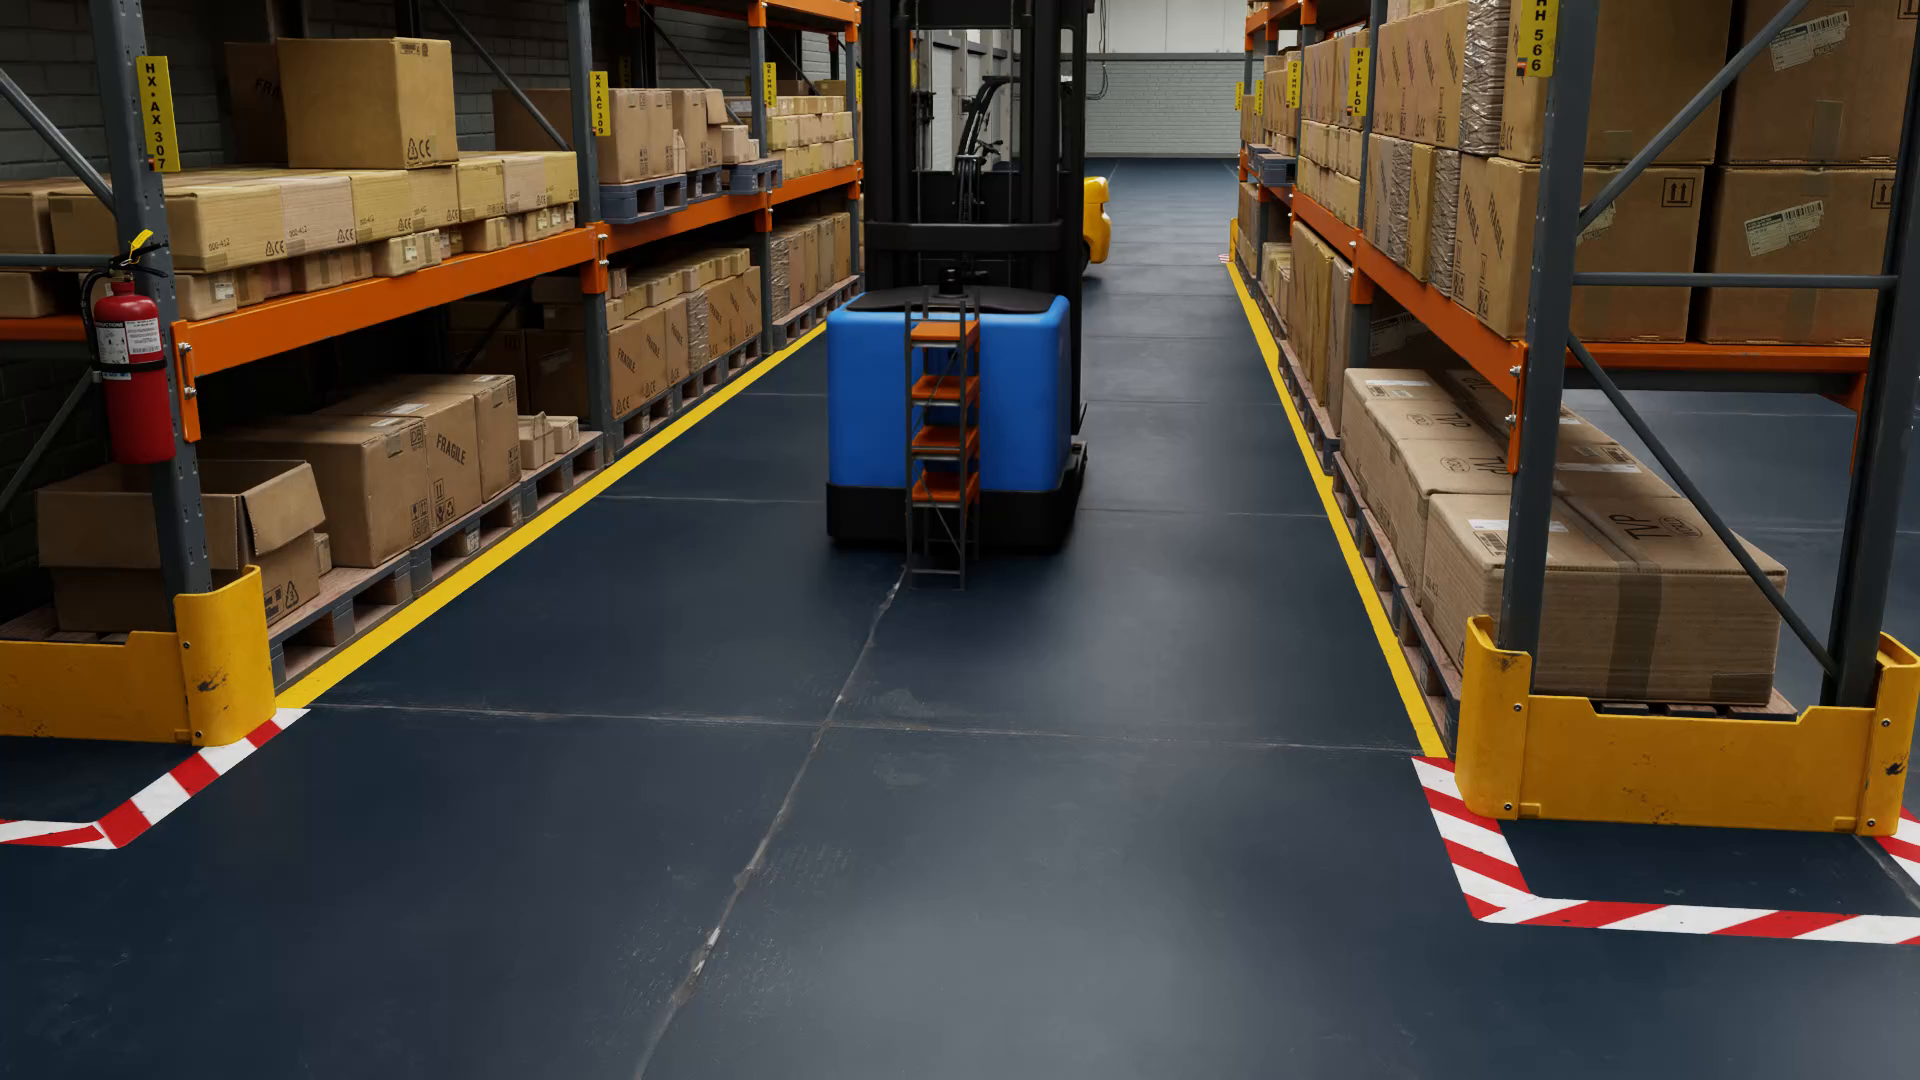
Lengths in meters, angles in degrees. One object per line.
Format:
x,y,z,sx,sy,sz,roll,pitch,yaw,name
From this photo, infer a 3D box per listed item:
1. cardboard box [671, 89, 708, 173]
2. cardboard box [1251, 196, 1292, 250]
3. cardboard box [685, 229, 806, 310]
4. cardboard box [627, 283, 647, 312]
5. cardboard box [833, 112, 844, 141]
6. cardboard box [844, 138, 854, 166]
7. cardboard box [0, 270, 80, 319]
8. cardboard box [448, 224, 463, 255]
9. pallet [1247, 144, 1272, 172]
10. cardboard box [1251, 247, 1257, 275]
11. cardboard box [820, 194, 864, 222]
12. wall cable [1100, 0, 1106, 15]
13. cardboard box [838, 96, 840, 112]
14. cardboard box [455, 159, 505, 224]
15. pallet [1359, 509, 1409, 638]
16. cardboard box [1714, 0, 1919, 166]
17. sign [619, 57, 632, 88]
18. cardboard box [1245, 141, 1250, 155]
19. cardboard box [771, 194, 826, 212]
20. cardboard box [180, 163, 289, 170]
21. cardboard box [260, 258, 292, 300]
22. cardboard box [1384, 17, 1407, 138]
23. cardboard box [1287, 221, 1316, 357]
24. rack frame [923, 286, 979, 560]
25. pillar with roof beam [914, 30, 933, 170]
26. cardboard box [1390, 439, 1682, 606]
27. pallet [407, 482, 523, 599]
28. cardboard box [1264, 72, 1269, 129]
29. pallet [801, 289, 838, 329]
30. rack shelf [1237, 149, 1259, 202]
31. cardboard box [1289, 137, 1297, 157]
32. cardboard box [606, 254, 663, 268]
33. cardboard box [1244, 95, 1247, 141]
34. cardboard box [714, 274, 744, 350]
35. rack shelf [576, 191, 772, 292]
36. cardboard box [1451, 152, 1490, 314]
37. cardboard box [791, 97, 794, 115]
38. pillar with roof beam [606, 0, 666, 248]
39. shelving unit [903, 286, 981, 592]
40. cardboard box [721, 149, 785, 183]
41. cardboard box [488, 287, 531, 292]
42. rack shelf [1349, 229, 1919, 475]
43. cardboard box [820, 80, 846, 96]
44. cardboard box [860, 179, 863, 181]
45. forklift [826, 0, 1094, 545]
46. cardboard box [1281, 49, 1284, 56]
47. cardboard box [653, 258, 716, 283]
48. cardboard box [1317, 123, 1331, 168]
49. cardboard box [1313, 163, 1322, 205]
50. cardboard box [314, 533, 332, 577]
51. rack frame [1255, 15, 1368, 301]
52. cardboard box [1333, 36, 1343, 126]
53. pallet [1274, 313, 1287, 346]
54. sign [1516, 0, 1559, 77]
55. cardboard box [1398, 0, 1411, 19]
-1.998,-2.580,10.462,0.700,0.500,0.500,2,15,6,cardboard box
3.214,-3.201,16.780,0.500,0.500,0.500,1,15,5,cardboard box
-1.820,-2.297,14.157,0.875,0.625,0.625,2,15,8,cardboard box
-2.127,-1.479,10.128,0.380,0.149,0.250,1,15,5,cardboard box
-1.371,-3.848,15.475,0.500,0.250,0.500,1,15,5,cardboard box
-1.316,-3.737,16.022,0.500,0.250,0.500,2,15,8,cardboard box
-3.102,-0.808,5.384,0.380,0.149,0.250,2,15,6,cardboard box
-2.417,-1.327,7.304,0.380,0.149,0.250,2,15,7,cardboard box
3.183,-3.516,15.285,1.003,0.211,1.213,2,15,6,pallet
3.213,-2.839,16.877,0.500,0.250,0.500,2,15,9,cardboard box
-1.152,-3.422,17.117,0.500,0.250,0.500,1,15,5,cardboard box
5.678,-17.092,49.906,3.097,2.526,0.112,2,15,6,wall cable
-1.348,-4.146,15.815,0.380,0.149,0.250,1,15,5,cardboard box
-2.348,-1.545,7.347,0.500,0.250,0.500,2,15,6,cardboard box
2.212,0.131,6.773,1.003,0.211,1.213,2,15,6,pallet
2.397,-1.337,4.753,0.500,0.500,0.500,1,15,5,cardboard box
-2.522,-3.484,12.583,0.100,0.325,0.005,2,15,6,sign
3.422,-4.440,18.815,0.380,0.149,0.250,2,15,7,cardboard box
-1.655,-3.439,17.181,0.500,0.250,0.500,2,15,7,cardboard box
-2.905,-1.431,6.925,0.500,0.250,0.500,2,15,6,cardboard box
-2.585,-0.928,5.827,0.380,0.149,0.250,1,15,6,cardboard box
2.153,-2.011,7.246,0.500,0.500,0.500,1,15,6,cardboard box
2.802,-1.765,11.709,0.875,0.875,0.875,2,15,6,cardboard box
-0.038,-0.496,7.196,0.240,1.200,0.015,2,15,7,rack frame
3.590,-10.712,30.039,9.100,9.000,0.400,2,15,6,pillar with roof beam
2.130,-0.068,6.269,0.875,0.438,0.875,2,15,8,cardboard box
-2.635,-0.031,7.373,1.003,0.211,1.213,2,15,6,pallet
3.020,-3.954,14.971,0.500,0.500,0.500,2,15,6,cardboard box
-1.698,-2.092,14.994,1.003,0.211,1.213,2,15,6,pallet
3.639,-3.974,17.989,1.077,0.370,4.000,2,15,6,rack shelf
2.724,-3.010,12.723,0.380,0.149,0.250,2,15,7,cardboard box
-2.344,-1.958,11.899,0.380,0.149,0.250,2,15,7,cardboard box
3.481,-4.782,18.840,0.500,0.500,0.500,2,15,8,cardboard box
-1.871,-1.661,12.041,0.500,0.500,0.500,1,15,5,cardboard box
-2.196,-2.044,10.853,1.077,0.370,4.000,2,15,6,rack shelf
1.923,-1.001,5.425,0.500,0.500,0.500,1,15,5,cardboard box
-1.593,-3.616,13.855,0.380,0.149,0.250,2,15,7,cardboard box
1.559,-6.044,12.774,9.100,9.000,0.400,2,15,6,pillar with roof beam
-0.068,-0.432,6.962,0.258,1.200,0.503,2,15,7,shelving unit
-1.677,-2.945,13.096,0.500,0.250,0.500,2,15,6,cardboard box
-2.623,-1.417,9.899,0.380,0.149,0.250,2,15,7,cardboard box
2.285,-0.861,6.479,1.077,0.370,4.000,2,15,6,rack shelf
-1.188,-4.526,16.651,0.380,0.149,0.250,2,15,7,cardboard box
-1.310,-4.224,20.084,0.500,0.250,0.500,1,15,5,cardboard box
0.097,-1.729,8.442,1.130,2.935,3.031,2,15,7,forklift
3.960,-5.244,18.633,0.700,0.500,0.500,2,15,7,cardboard box
-1.923,-1.878,11.602,0.380,0.149,0.250,2,15,8,cardboard box
2.462,-2.415,10.178,0.500,0.250,0.500,2,15,7,cardboard box
2.552,-2.303,10.721,0.500,0.250,0.500,2,15,8,cardboard box
-2.623,0.073,6.301,0.380,0.149,0.250,1,15,4,cardboard box
3.414,-3.802,15.977,1.000,3.000,0.127,2,15,6,rack frame
2.440,-2.647,9.597,0.500,0.500,0.500,2,15,8,cardboard box
3.052,-1.621,13.254,1.003,0.211,1.213,2,15,6,pallet
1.522,-1.383,4.357,0.100,0.325,0.005,2,15,6,sign
2.205,-2.430,7.553,0.380,0.149,0.250,2,15,7,cardboard box
